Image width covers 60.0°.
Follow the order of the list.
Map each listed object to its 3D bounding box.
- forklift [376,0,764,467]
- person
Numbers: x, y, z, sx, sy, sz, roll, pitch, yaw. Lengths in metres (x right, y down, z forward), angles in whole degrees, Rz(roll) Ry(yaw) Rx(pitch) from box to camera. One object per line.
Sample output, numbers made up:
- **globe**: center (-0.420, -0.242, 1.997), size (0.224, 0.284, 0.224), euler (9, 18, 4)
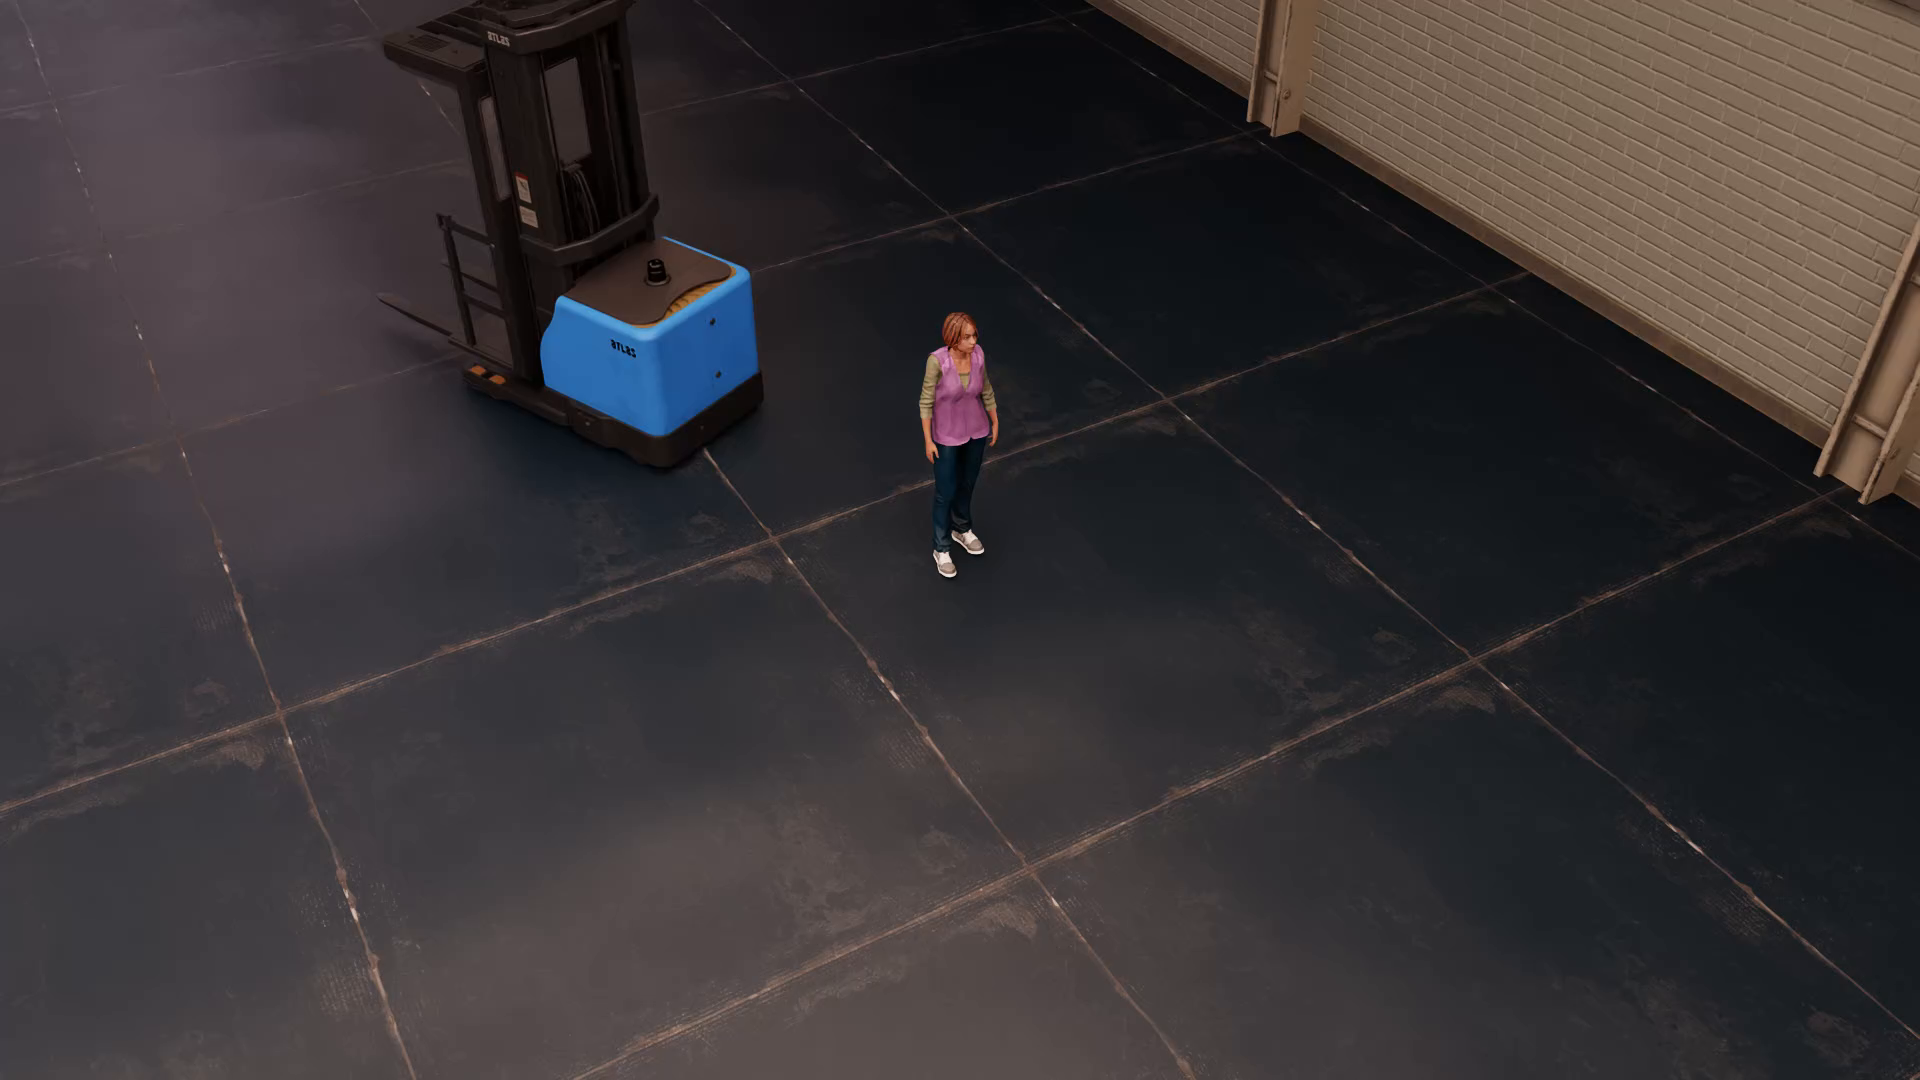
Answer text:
- **forklift**: center (-2.838, -2.351, 10.870), size (3.031, 2.935, 1.130), euler (24, 46, 27)
- **person**: center (0.025, -0.575, 9.762), size (0.520, 1.599, 0.473), euler (-20, 44, -23)
